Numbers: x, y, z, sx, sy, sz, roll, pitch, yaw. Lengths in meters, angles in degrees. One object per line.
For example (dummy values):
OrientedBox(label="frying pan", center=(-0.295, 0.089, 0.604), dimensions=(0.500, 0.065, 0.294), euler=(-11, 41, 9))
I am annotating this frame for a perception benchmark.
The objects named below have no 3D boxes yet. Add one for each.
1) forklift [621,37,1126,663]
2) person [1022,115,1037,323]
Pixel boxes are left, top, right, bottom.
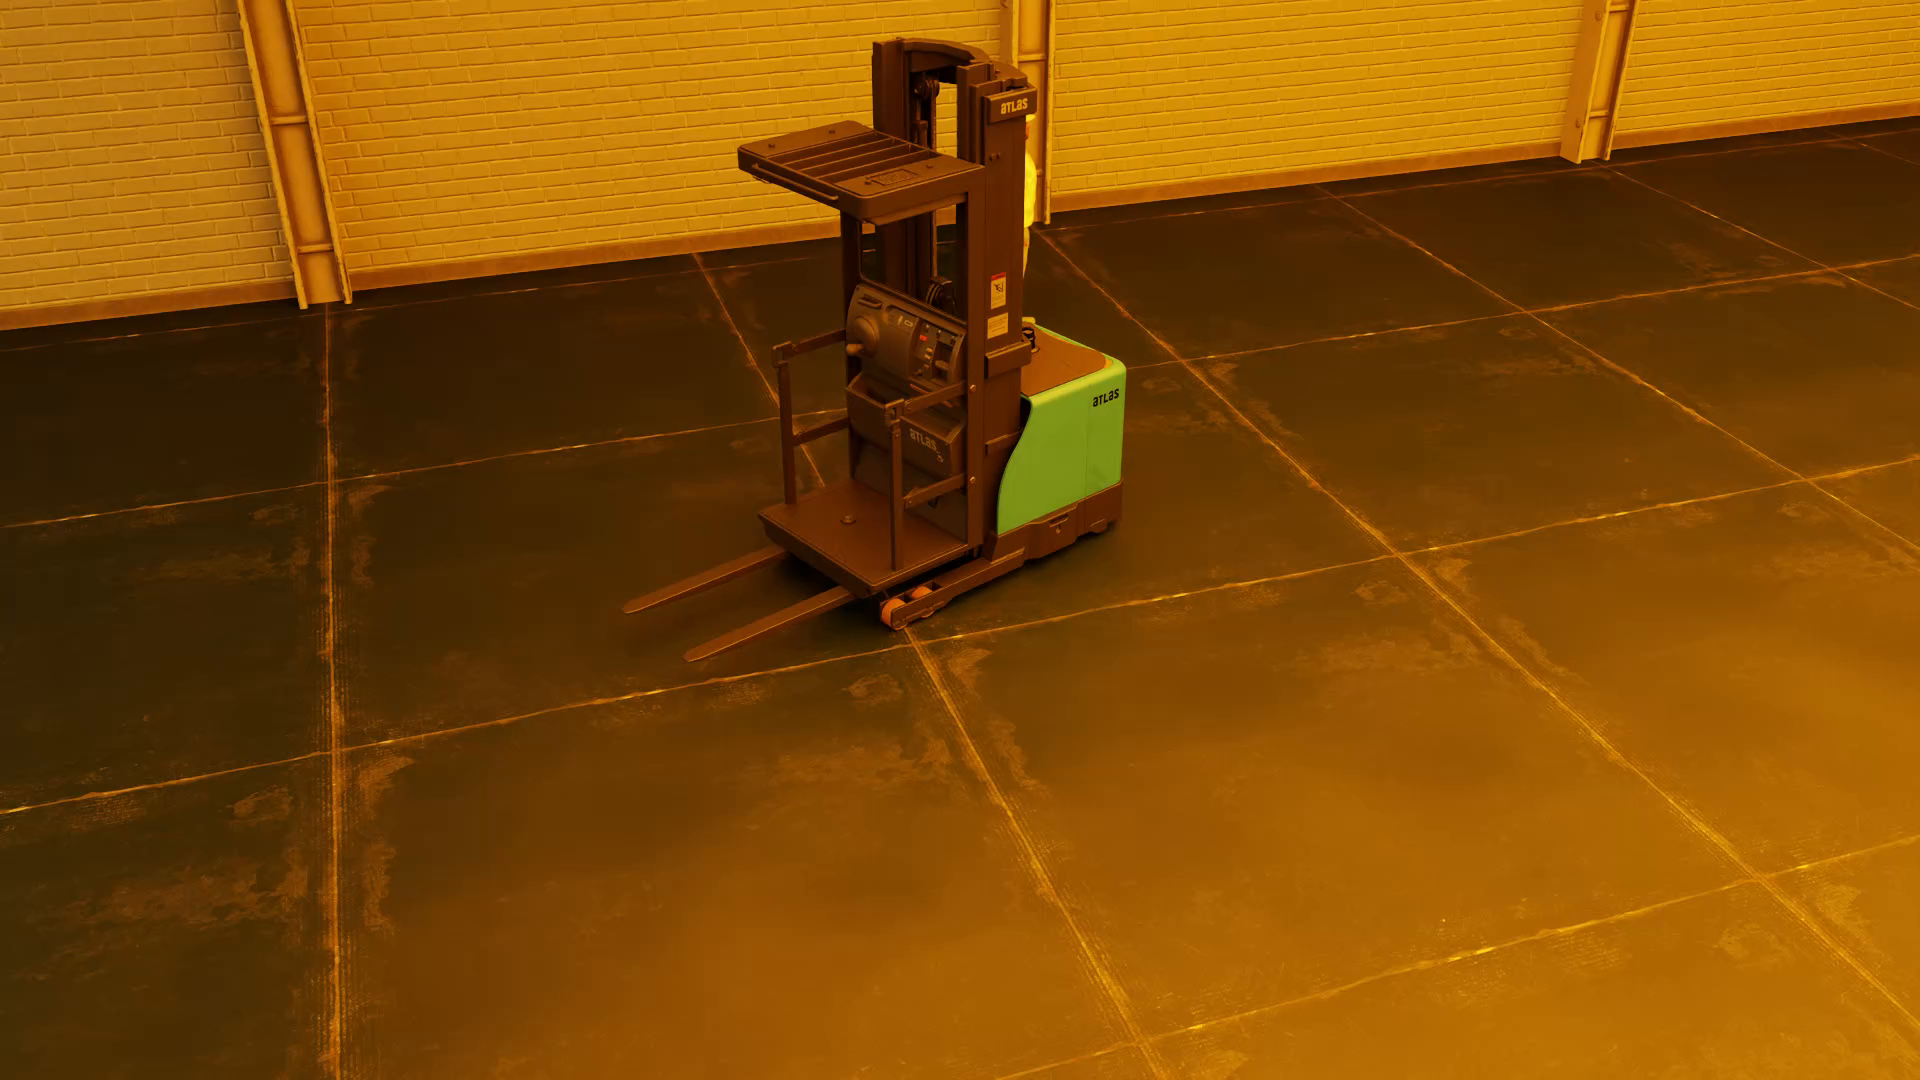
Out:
OrientedBox(label="forklift", center=(-0.461, -1.072, 8.951), dimensions=(3.031, 2.935, 1.130), euler=(-23, 37, -34))
OrientedBox(label="person", center=(0.413, -2.373, 12.380), dimensions=(0.389, 1.770, 0.556), euler=(-1, 30, -2))
